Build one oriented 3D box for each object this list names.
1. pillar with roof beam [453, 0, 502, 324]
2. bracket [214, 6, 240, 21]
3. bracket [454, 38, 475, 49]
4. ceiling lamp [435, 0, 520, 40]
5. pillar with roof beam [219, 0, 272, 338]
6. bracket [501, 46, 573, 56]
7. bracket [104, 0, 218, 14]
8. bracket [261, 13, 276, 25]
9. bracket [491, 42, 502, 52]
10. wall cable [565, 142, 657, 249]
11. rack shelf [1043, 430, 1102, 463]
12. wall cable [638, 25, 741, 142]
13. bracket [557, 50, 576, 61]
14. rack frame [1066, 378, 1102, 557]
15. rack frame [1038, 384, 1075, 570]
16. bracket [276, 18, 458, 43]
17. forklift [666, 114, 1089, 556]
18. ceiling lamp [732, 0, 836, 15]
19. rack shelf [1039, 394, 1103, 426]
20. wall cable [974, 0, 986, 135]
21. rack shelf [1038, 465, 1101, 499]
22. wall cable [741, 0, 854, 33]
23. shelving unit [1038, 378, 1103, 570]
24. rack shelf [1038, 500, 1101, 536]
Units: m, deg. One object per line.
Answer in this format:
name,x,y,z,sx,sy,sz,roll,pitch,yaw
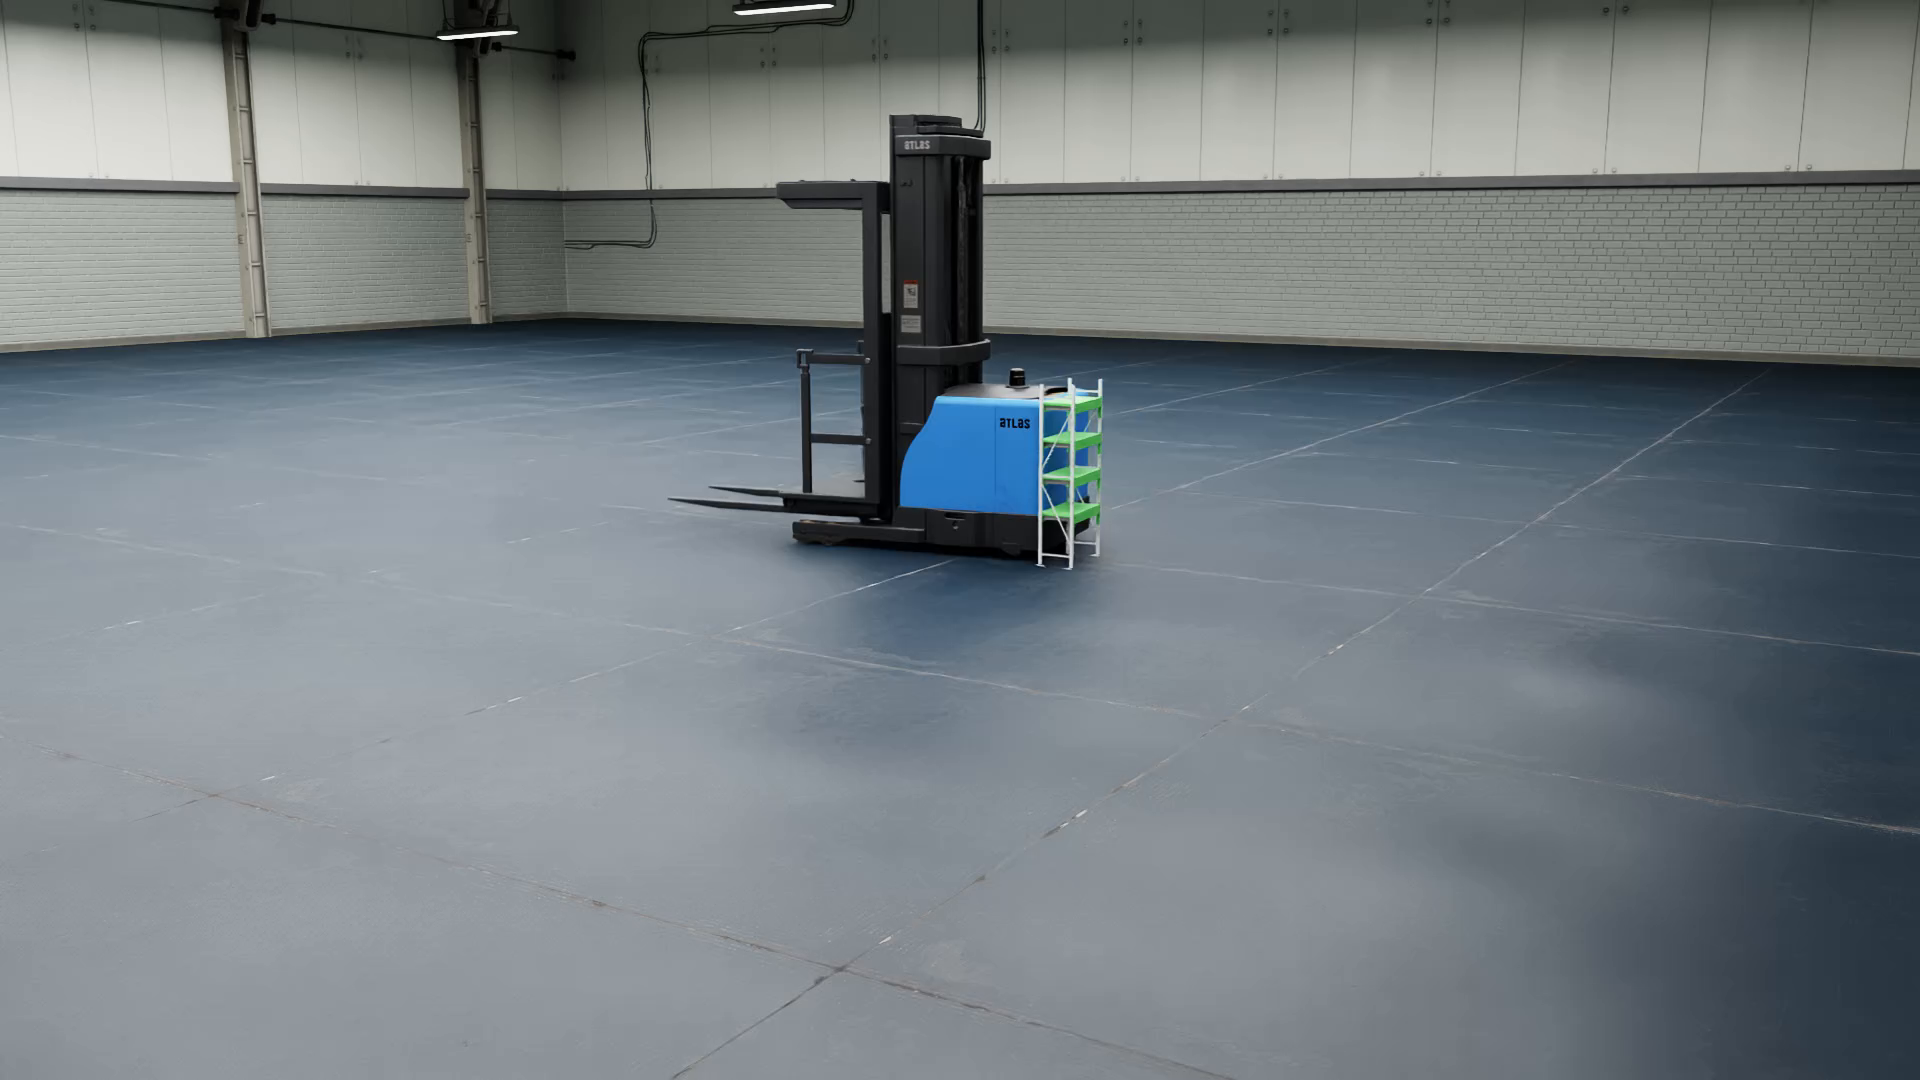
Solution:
pillar with roof beam,-7.567,-9.107,36.059,9.100,9.000,0.548,6,12,31
bracket,-14.274,-10.245,32.355,0.235,0.232,0.430,6,12,31
bracket,-11.159,-11.188,37.395,0.235,0.232,0.430,6,12,31
ceiling lamp,-9.193,-11.326,32.049,2.000,3.185,0.800,6,12,31
pillar with roof beam,-10.682,-8.163,31.019,9.100,9.000,0.548,6,12,31
bracket,-9.804,-11.599,39.587,0.076,0.066,3.189,6,12,31
bracket,-15.611,-9.839,30.190,0.076,0.066,4.783,6,12,31
bracket,-13.843,-10.375,33.052,0.235,0.232,0.430,6,12,31
bracket,-10.728,-11.319,38.092,0.235,0.232,0.430,6,12,31
wall cable,-8.587,-8.329,40.342,3.097,2.526,0.112,6,12,31
rack shelf,0.731,-0.620,10.962,0.258,0.148,0.480,5,12,25
wall cable,-6.275,-10.553,38.497,3.097,2.526,0.112,6,12,31
bracket,-9.497,-11.692,40.083,0.235,0.232,0.430,6,12,31
rack frame,0.835,-0.487,11.211,0.240,1.200,0.015,5,12,25
rack frame,0.626,-0.406,10.778,0.240,1.200,0.015,5,12,25
bracket,-12.496,-10.783,35.231,0.076,0.066,4.783,6,12,31
forklift,-0.644,-1.484,11.833,3.031,2.935,1.130,4,11,21
ceiling lamp,-2.877,-10.620,28.278,2.000,3.185,0.800,6,12,31
rack shelf,0.730,-0.856,10.918,0.258,0.148,0.480,5,12,25
wall cable,-0.481,-10.617,34.885,2.305,6.003,0.169,6,12,31
rack shelf,0.731,-0.384,11.006,0.258,0.148,0.480,5,12,25
wall cable,-3.630,-12.493,36.499,3.097,2.526,0.112,6,12,31
shelving unit,0.731,-0.447,10.995,0.258,1.200,0.503,5,12,25
rack shelf,0.731,-0.148,11.051,0.258,0.148,0.480,5,12,25
